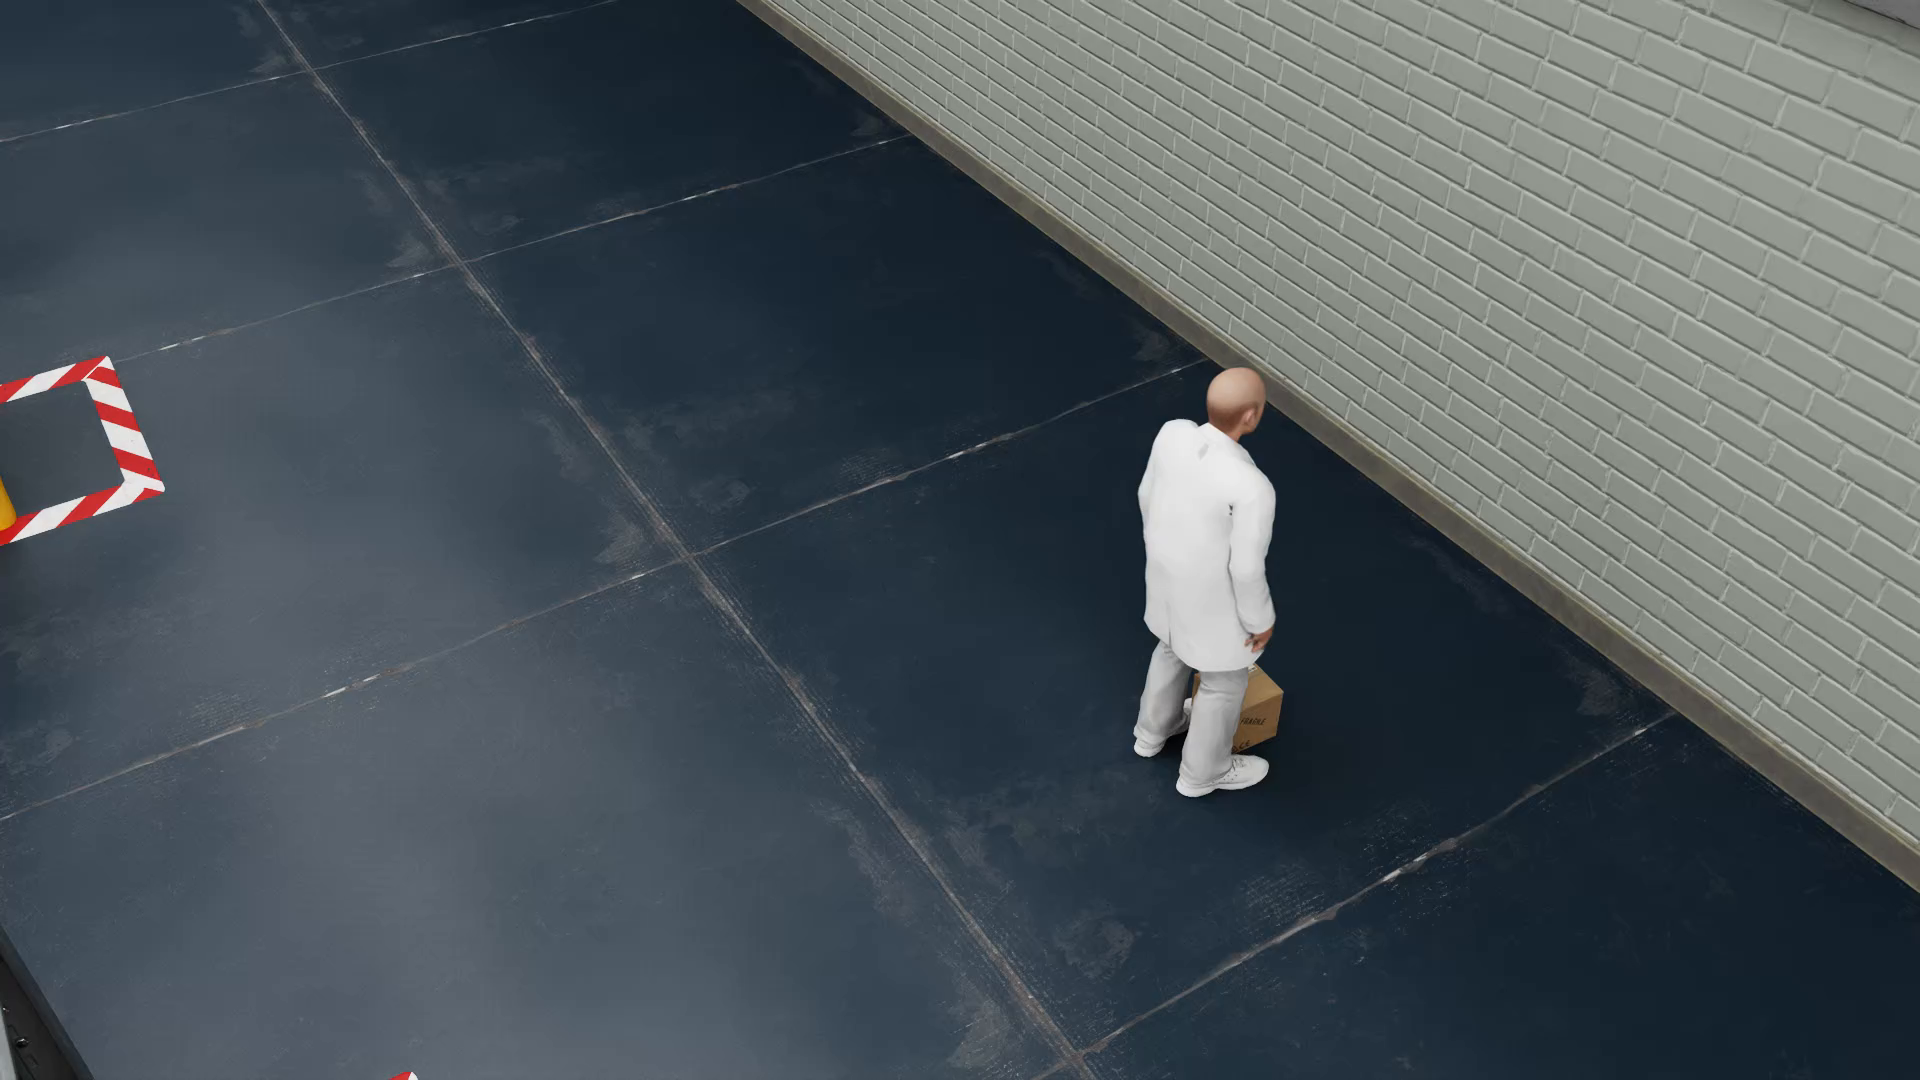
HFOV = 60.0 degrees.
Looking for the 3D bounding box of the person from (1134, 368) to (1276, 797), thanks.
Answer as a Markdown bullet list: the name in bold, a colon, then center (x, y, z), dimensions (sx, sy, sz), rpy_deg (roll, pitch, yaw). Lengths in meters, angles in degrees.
- **person**: center (0.880, 0.158, 5.982), dimensions (0.416, 1.774, 0.652), rpy_deg (-23, 45, -25)
